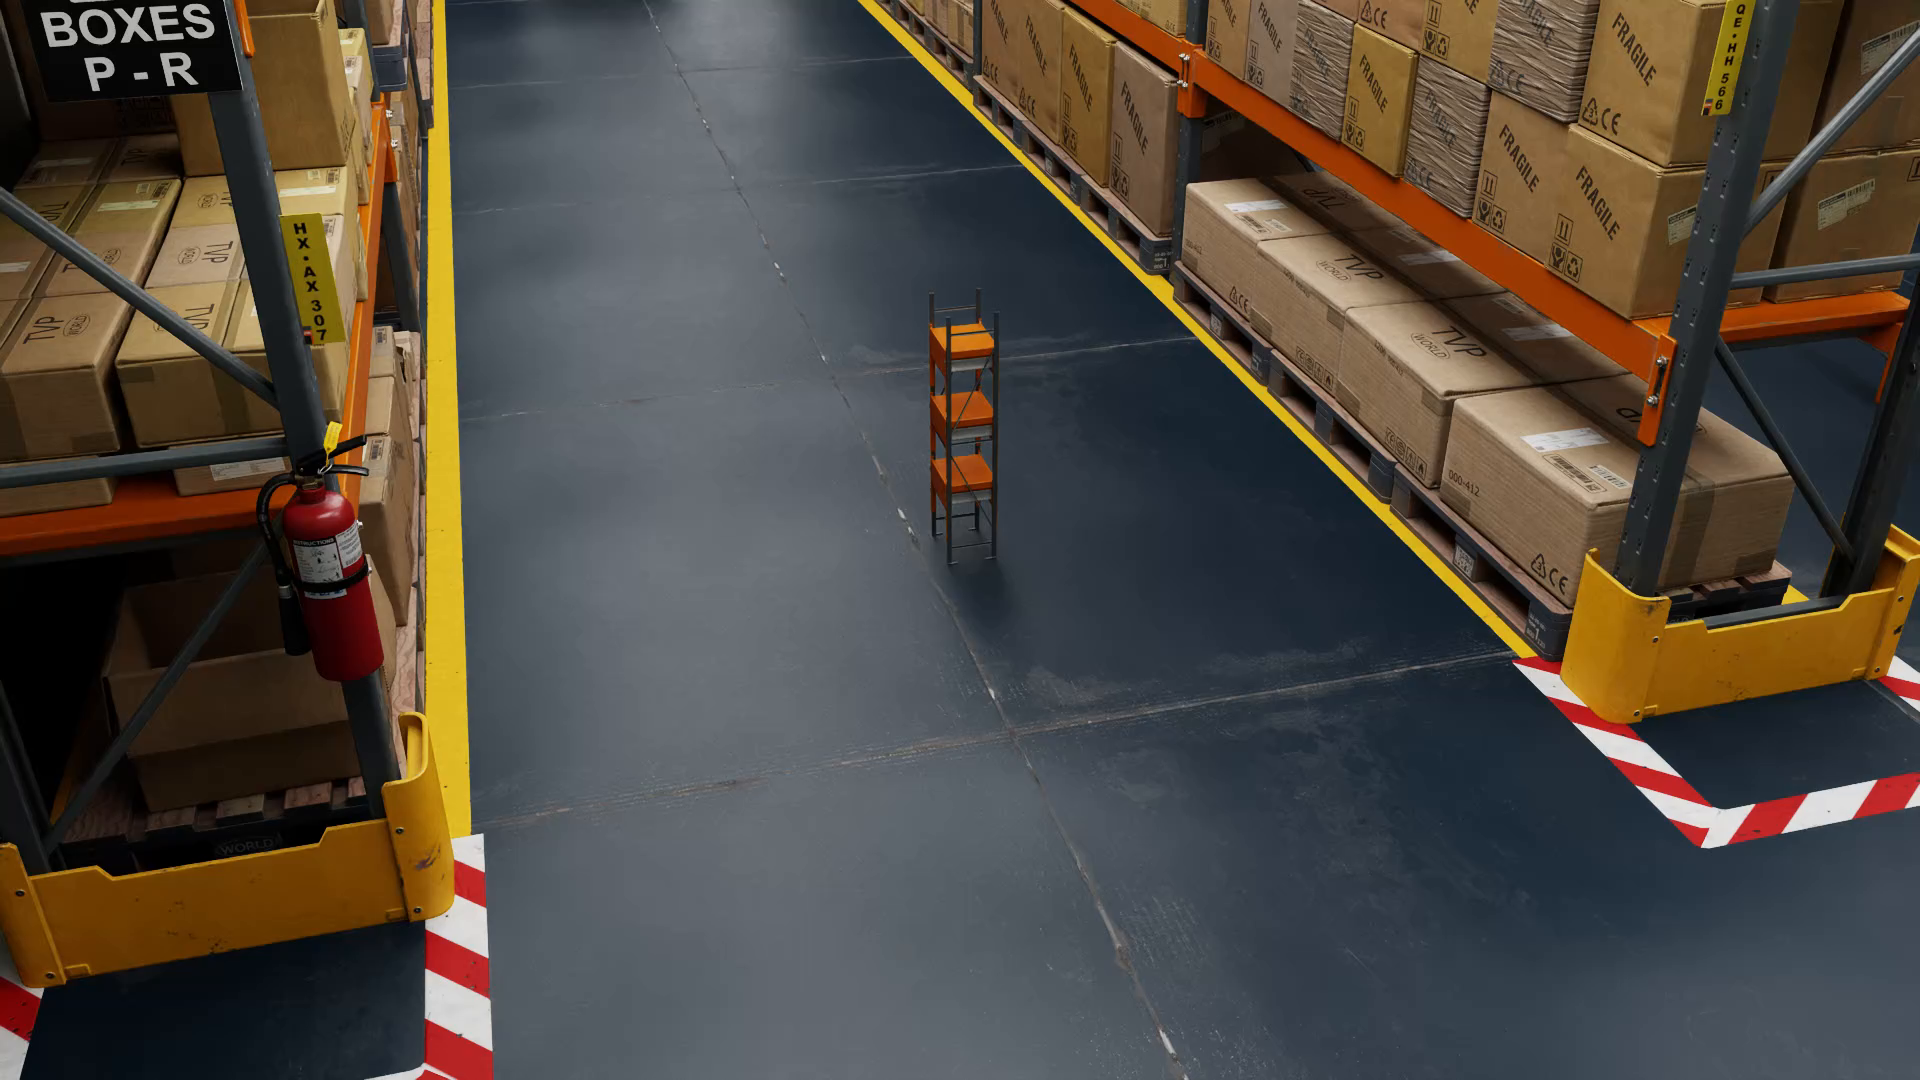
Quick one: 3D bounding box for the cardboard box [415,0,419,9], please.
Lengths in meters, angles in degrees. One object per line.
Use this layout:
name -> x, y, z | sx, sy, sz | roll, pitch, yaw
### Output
cardboard box -> -5.103, -4.872, 14.124 | 0.875, 0.625, 0.625 | -6, 31, -11

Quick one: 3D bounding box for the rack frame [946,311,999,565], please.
rack frame -> 0.047, -0.370, 6.341 | 0.200, 1.050, 0.008 | -8, 31, -13

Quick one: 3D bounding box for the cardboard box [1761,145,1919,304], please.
cardboard box -> 2.867, -1.148, 5.639 | 0.500, 0.500, 0.500 | -8, 31, -14

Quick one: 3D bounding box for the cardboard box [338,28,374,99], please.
cardboard box -> -2.759, -1.955, 6.986 | 0.500, 0.250, 0.500 | -7, 31, -12

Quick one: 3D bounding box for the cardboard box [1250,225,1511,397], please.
cardboard box -> 1.957, -1.089, 7.776 | 0.875, 0.438, 0.875 | -9, 31, -15

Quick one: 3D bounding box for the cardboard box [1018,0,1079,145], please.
cardboard box -> 0.930, -3.184, 10.959 | 0.875, 0.875, 0.875 | -7, 31, -13

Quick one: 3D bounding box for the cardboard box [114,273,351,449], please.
cardboard box -> -1.928, -0.491, 4.457 | 0.500, 0.250, 0.500 | -8, 31, -13

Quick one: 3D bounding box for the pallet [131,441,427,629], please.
pallet -> -2.620, 0.025, 6.497 | 1.003, 0.211, 1.213 | -8, 31, -13

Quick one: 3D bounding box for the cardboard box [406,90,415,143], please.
cardboard box -> -3.748, -2.718, 10.527 | 0.500, 0.500, 0.500 | -8, 31, -14

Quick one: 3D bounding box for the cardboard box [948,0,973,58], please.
cardboard box -> 0.454, -4.017, 12.899 | 0.950, 0.372, 0.625 | -10, 32, -17

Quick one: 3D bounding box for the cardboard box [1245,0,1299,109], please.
cardboard box -> 1.658, -2.304, 7.637 | 0.500, 0.500, 0.500 | -8, 31, -13

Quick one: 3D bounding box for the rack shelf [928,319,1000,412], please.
rack shelf -> 0.014, -0.665, 6.305 | 0.215, 0.259, 0.240 | -8, 31, -13

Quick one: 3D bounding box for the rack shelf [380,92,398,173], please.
rack shelf -> -3.660, -2.759, 9.241 | 1.077, 0.370, 4.000 | -8, 31, -13

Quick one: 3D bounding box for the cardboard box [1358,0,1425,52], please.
cardboard box -> 1.933, -2.242, 6.532 | 0.500, 0.500, 0.500 | -8, 31, -14

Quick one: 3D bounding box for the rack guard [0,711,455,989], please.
rack guard -> -2.087, 0.873, 4.743 | 1.175, 0.500, 0.348 | -8, 31, -13

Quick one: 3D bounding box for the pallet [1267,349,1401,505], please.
pallet -> 2.110, -0.591, 7.561 | 1.003, 0.211, 1.213 | -8, 31, -13

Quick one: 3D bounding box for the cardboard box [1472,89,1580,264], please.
cardboard box -> 2.216, -1.320, 5.936 | 0.500, 0.500, 0.500 | -8, 31, -14

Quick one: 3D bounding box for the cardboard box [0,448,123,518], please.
cardboard box -> -2.414, -0.188, 4.332 | 0.380, 0.149, 0.250 | -8, 31, -14

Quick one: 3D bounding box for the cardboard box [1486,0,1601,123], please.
cardboard box -> 2.193, -1.760, 5.699 | 0.500, 0.500, 0.500 | -8, 31, -13

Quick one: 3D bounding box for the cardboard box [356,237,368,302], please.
cardboard box -> -2.184, -0.888, 5.540 | 0.380, 0.149, 0.250 | -9, 31, -15

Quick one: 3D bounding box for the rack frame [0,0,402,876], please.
rack frame -> -2.067, -0.173, 4.054 | 1.000, 3.000, 0.127 | -8, 31, -13

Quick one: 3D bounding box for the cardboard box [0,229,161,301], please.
cardboard box -> -2.581, -0.672, 4.770 | 0.500, 0.250, 0.500 | -8, 31, -13

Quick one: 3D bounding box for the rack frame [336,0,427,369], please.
rack frame -> -3.129, -2.104, 7.391 | 1.000, 3.000, 0.127 | -8, 31, -13

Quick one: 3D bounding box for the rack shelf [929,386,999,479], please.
rack shelf -> 0.014, -0.419, 6.448 | 0.215, 0.259, 0.240 | -8, 31, -13

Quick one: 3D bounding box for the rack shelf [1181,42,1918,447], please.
rack shelf -> 2.187, -1.489, 7.046 | 1.077, 0.370, 4.000 | -8, 31, -13

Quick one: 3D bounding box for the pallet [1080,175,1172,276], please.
pallet -> 1.378, -1.922, 9.860 | 1.003, 0.211, 1.213 | -8, 31, -13

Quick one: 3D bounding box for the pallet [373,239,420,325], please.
pallet -> -3.381, -1.285, 8.760 | 1.003, 0.211, 1.213 | -8, 31, -13

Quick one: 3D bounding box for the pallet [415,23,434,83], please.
pallet -> -4.692, -3.820, 13.140 | 1.003, 0.211, 1.213 | -8, 31, -13

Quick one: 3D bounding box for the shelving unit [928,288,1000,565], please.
shelving unit -> 0.014, -0.429, 6.442 | 0.215, 1.050, 0.252 | -8, 31, -13

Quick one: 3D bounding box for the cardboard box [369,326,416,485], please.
cardboard box -> -2.603, -0.500, 6.695 | 0.700, 0.500, 0.500 | -9, 31, -15

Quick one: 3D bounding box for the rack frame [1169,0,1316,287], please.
rack frame -> 1.656, -2.766, 8.535 | 1.000, 3.000, 0.127 | -8, 31, -13

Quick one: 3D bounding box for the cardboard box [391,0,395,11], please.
cardboard box -> -3.179, -2.843, 8.148 | 0.700, 0.500, 0.500 | -8, 31, -13

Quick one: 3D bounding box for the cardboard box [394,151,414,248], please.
cardboard box -> -3.191, -1.724, 8.810 | 0.500, 0.500, 0.500 | -8, 31, -14

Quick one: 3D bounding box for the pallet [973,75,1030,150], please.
pallet -> 0.731, -3.100, 11.896 | 1.003, 0.211, 1.213 | -8, 31, -13

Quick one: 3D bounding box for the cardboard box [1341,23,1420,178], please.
cardboard box -> 1.920, -1.815, 6.791 | 0.500, 0.500, 0.500 | -7, 31, -12

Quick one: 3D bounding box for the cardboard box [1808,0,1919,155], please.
cardboard box -> 2.865, -1.580, 5.388 | 0.500, 0.500, 0.500 | -9, 31, -14

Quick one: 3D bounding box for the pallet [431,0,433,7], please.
pallet -> -5.423, -5.151, 15.439 | 1.003, 0.211, 1.213 | -8, 31, -13

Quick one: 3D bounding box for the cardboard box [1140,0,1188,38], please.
cardboard box -> 1.294, -2.884, 8.889 | 0.500, 0.250, 0.500 | -9, 31, -14

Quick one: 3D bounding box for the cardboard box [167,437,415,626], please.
cardboard box -> -2.328, 0.002, 5.829 | 0.700, 0.500, 0.500 | -7, 31, -11

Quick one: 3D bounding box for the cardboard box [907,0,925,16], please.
cardboard box -> 0.054, -4.739, 14.147 | 0.950, 0.372, 0.625 | -7, 31, -12

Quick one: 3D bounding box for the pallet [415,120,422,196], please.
pallet -> -4.029, -2.464, 10.796 | 1.003, 0.211, 1.213 | -8, 31, -13

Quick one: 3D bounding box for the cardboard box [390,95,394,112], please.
cardboard box -> -3.490, -2.568, 9.621 | 0.380, 0.149, 0.250 | -9, 31, -16

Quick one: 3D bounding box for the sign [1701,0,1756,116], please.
sign -> 2.191, -1.373, 4.735 | 0.100, 0.325, 0.005 | -8, 31, -13

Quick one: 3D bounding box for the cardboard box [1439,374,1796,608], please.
cardboard box -> 2.446, -0.213, 6.261 | 0.875, 0.438, 0.875 | -9, 31, -15

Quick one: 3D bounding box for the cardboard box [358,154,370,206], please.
cardboard box -> -2.480, -1.380, 6.391 | 0.380, 0.149, 0.250 | -8, 31, -14

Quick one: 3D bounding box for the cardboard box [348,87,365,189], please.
cardboard box -> -2.492, -1.472, 6.152 | 0.500, 0.250, 0.500 | -8, 31, -14

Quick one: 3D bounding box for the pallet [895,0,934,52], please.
pallet -> 0.068, -4.457, 14.240 | 1.003, 0.211, 1.213 | -8, 31, -13

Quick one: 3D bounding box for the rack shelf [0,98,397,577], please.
rack shelf -> -2.598, -0.827, 5.903 | 1.077, 0.370, 4.000 | -8, 31, -13

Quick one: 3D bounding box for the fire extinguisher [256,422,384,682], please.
fire extinguisher -> -1.583, 0.032, 4.150 | 0.296, 0.674, 0.183 | -8, 31, -13

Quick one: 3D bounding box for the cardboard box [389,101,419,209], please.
cardboard box -> -3.451, -2.217, 9.662 | 0.500, 0.500, 0.500 | -9, 31, -15

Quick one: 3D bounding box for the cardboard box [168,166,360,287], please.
cardboard box -> -2.200, -0.979, 5.300 | 0.500, 0.250, 0.500 | -8, 31, -14

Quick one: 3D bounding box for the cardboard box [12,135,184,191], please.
cardboard box -> -2.846, -1.165, 5.621 | 0.500, 0.250, 0.500 | -8, 31, -13

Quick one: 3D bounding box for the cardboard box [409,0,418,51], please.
cardboard box -> -4.703, -4.133, 12.848 | 0.875, 0.625, 0.625 | -9, 31, -15

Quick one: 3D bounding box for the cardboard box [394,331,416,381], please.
cardboard box -> -2.698, -0.822, 7.603 | 0.380, 0.149, 0.250 | -9, 31, -15

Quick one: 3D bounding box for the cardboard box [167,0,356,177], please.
cardboard box -> -2.326, -1.540, 5.521 | 0.500, 0.500, 0.500 | -7, 31, -12

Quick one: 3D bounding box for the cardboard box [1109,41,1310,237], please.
cardboard box -> 1.414, -2.317, 9.461 | 0.875, 0.875, 0.875 | -7, 31, -12

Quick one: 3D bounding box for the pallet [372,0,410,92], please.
pallet -> -3.236, -2.422, 8.131 | 1.003, 0.211, 1.213 | -8, 31, -13
